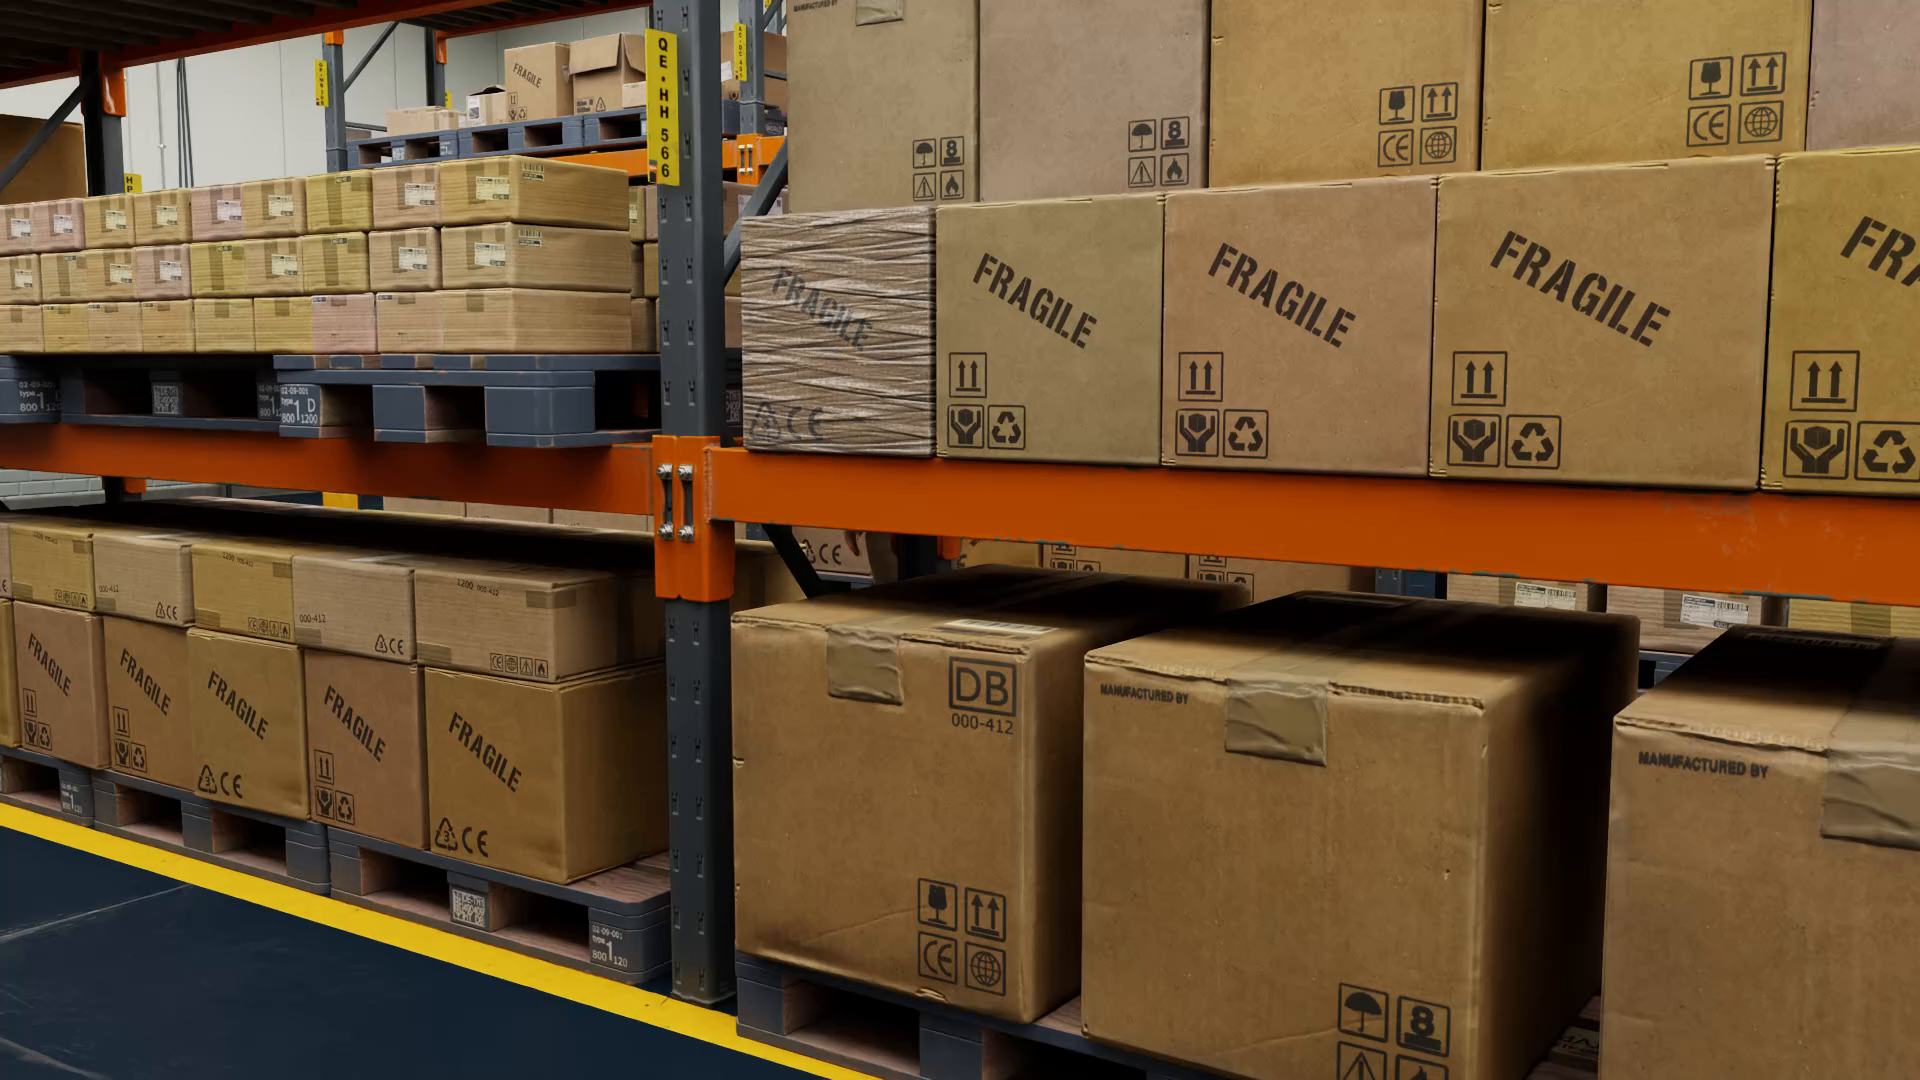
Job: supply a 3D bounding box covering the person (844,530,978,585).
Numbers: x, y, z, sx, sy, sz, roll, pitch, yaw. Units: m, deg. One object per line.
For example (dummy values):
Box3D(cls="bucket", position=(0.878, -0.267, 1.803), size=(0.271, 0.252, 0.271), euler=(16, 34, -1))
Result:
Box3D(cls="person", position=(-0.217, -0.119, 6.800), size=(0.569, 1.711, 0.501), euler=(-2, 6, -16))
